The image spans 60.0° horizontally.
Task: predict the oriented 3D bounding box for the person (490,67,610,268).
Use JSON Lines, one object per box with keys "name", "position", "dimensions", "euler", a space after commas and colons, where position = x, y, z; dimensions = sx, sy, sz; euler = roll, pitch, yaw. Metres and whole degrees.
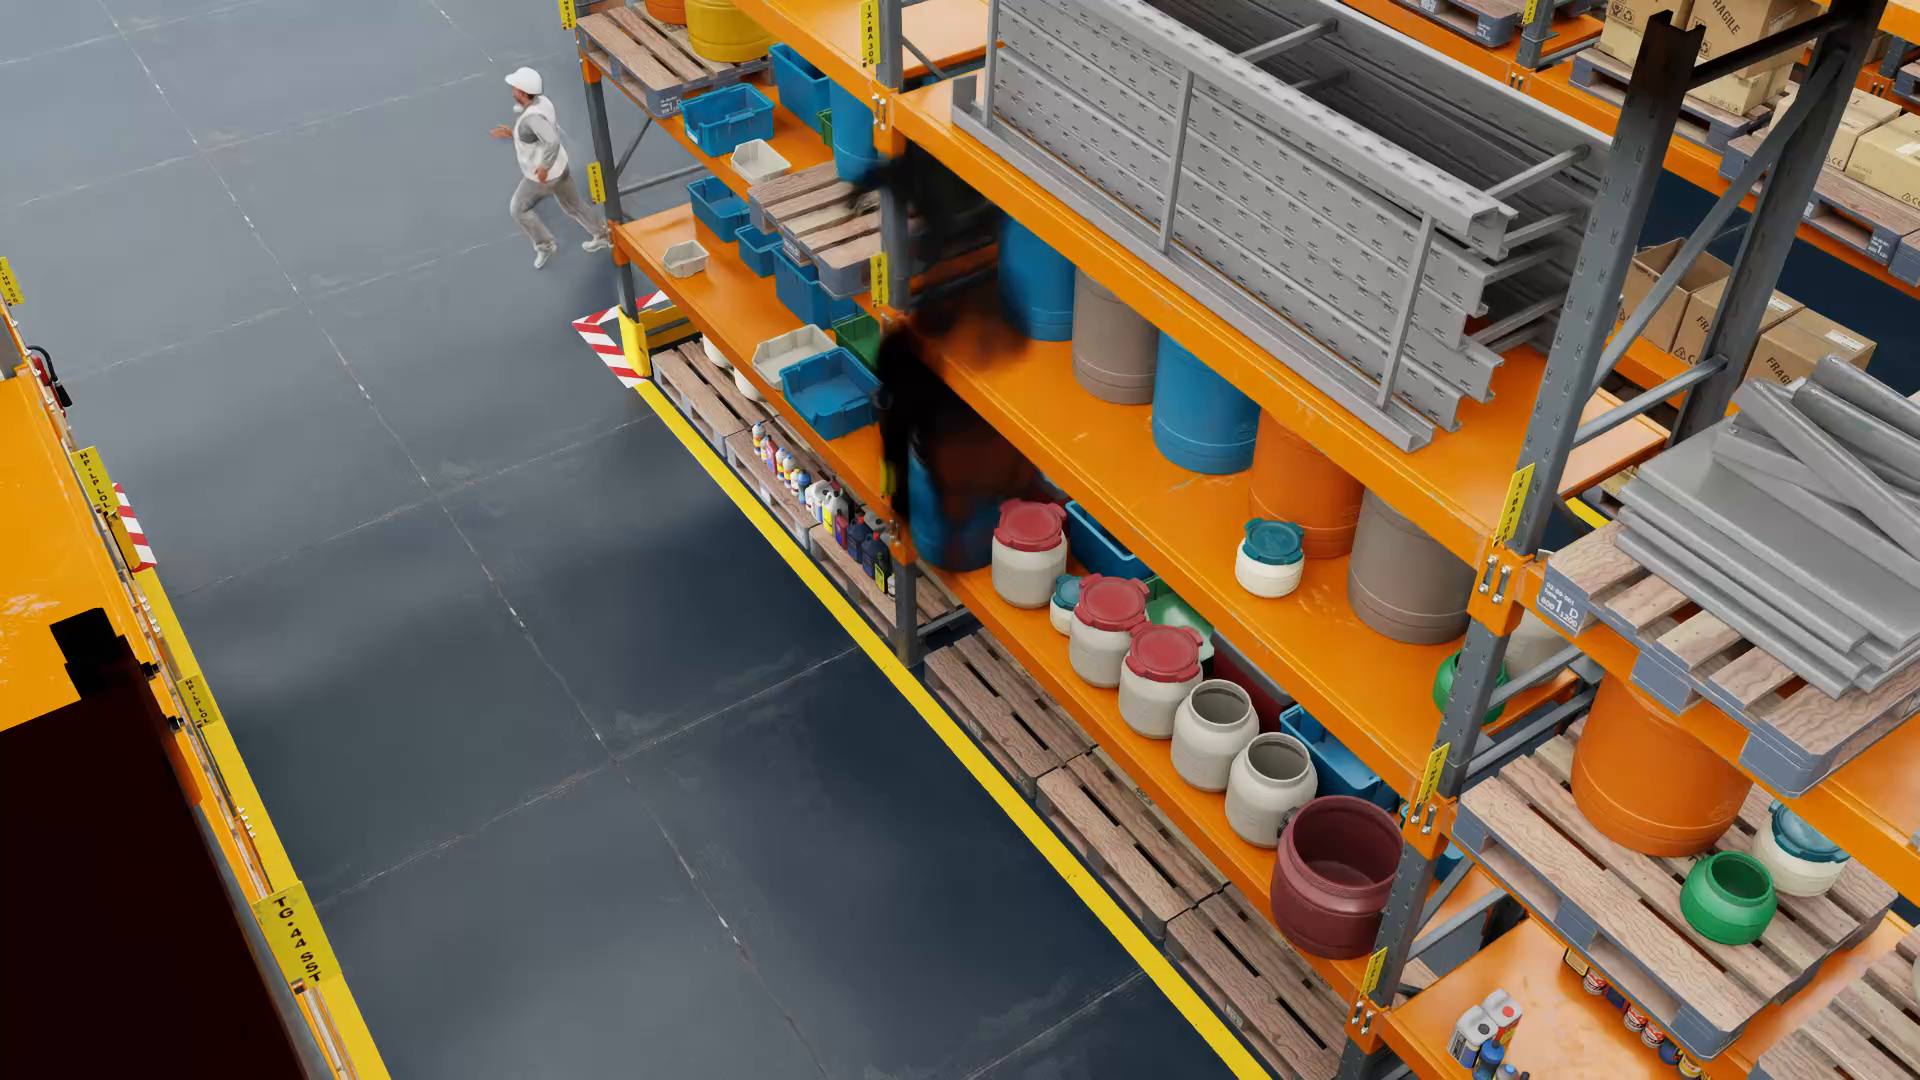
{"name": "person", "position": [-3.417, -3.044, 13.770], "dimensions": [0.879, 1.807, 0.659], "euler": [3, 43, 3]}
